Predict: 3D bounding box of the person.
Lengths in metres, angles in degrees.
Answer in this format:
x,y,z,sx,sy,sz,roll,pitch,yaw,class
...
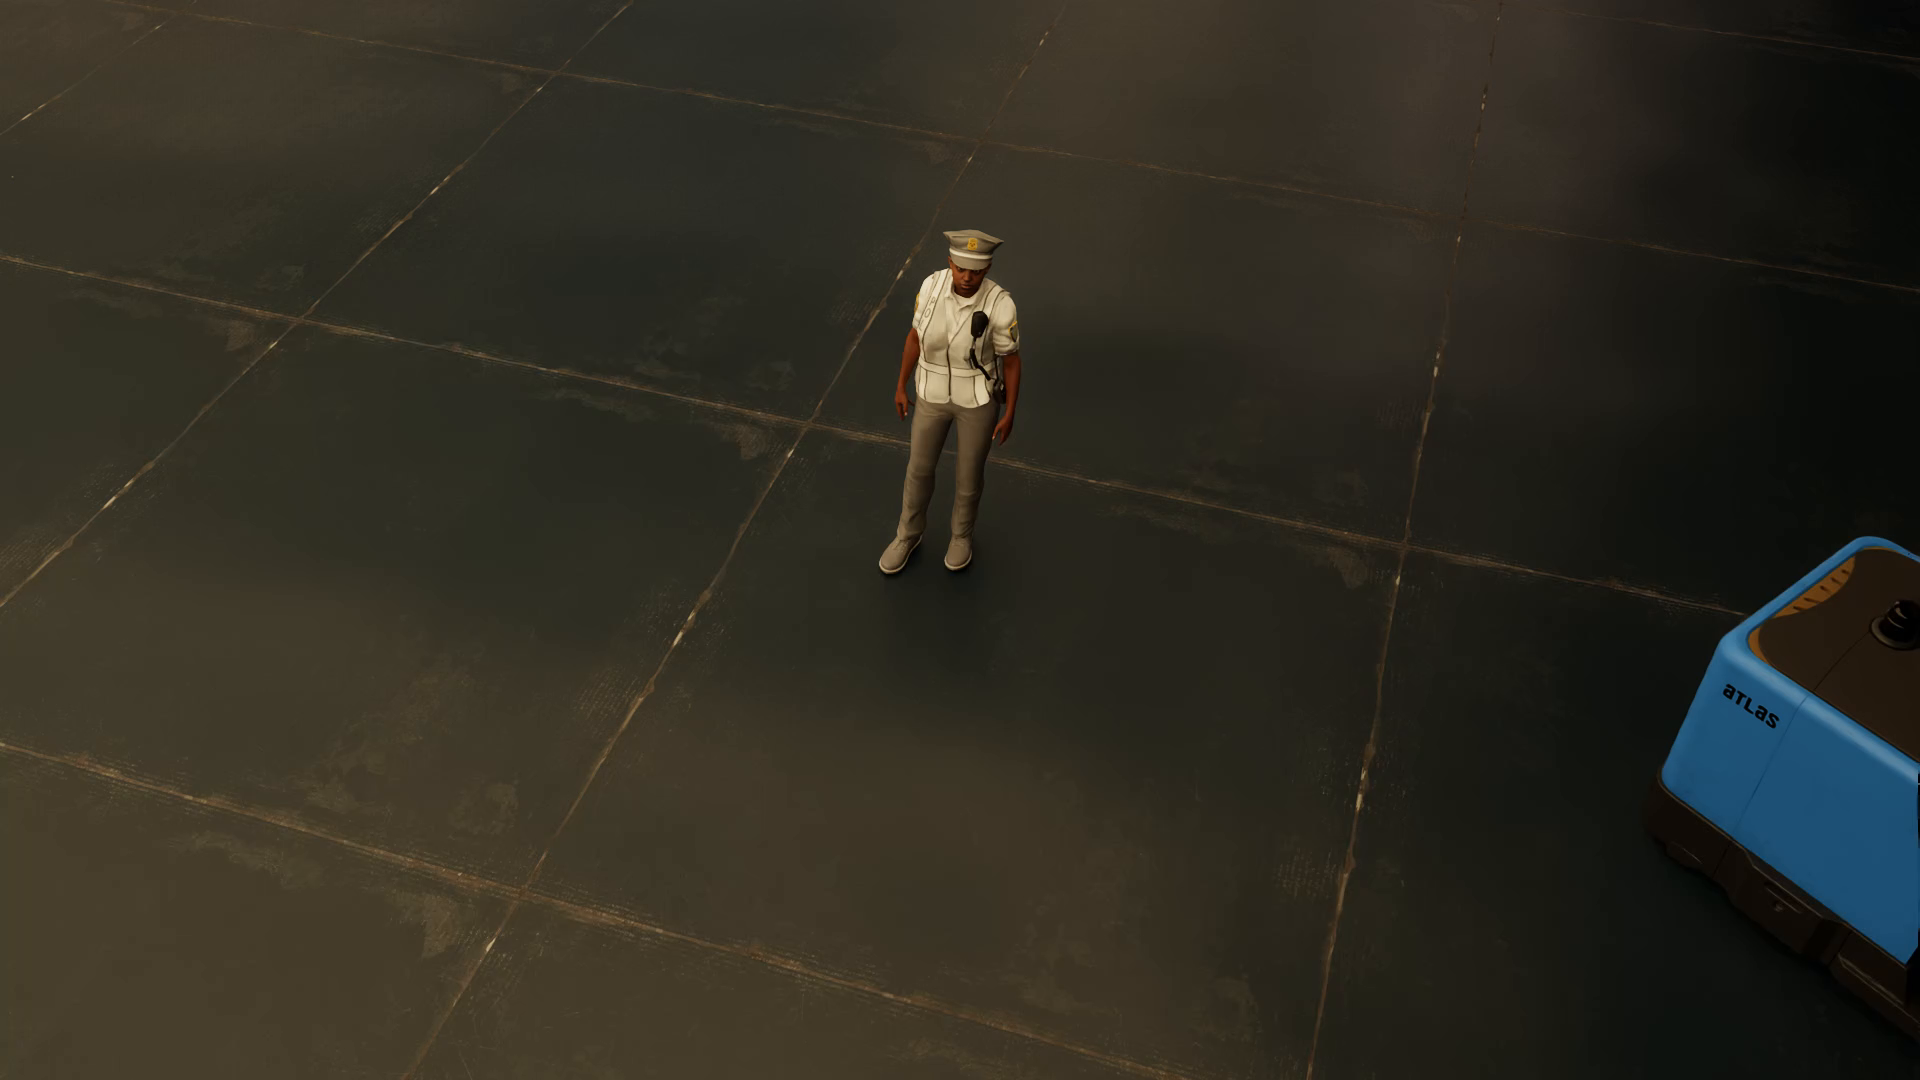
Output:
x,y,z,sx,sy,sz,roll,pitch,yaw,class
-0.042,-0.581,7.211,0.569,1.694,0.530,12,44,13,person

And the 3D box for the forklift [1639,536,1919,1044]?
x,y,z,sx,sy,sz,roll,pitch,yaw,class
3.974,0.670,4.969,1.130,2.935,3.031,-27,49,-26,forklift
